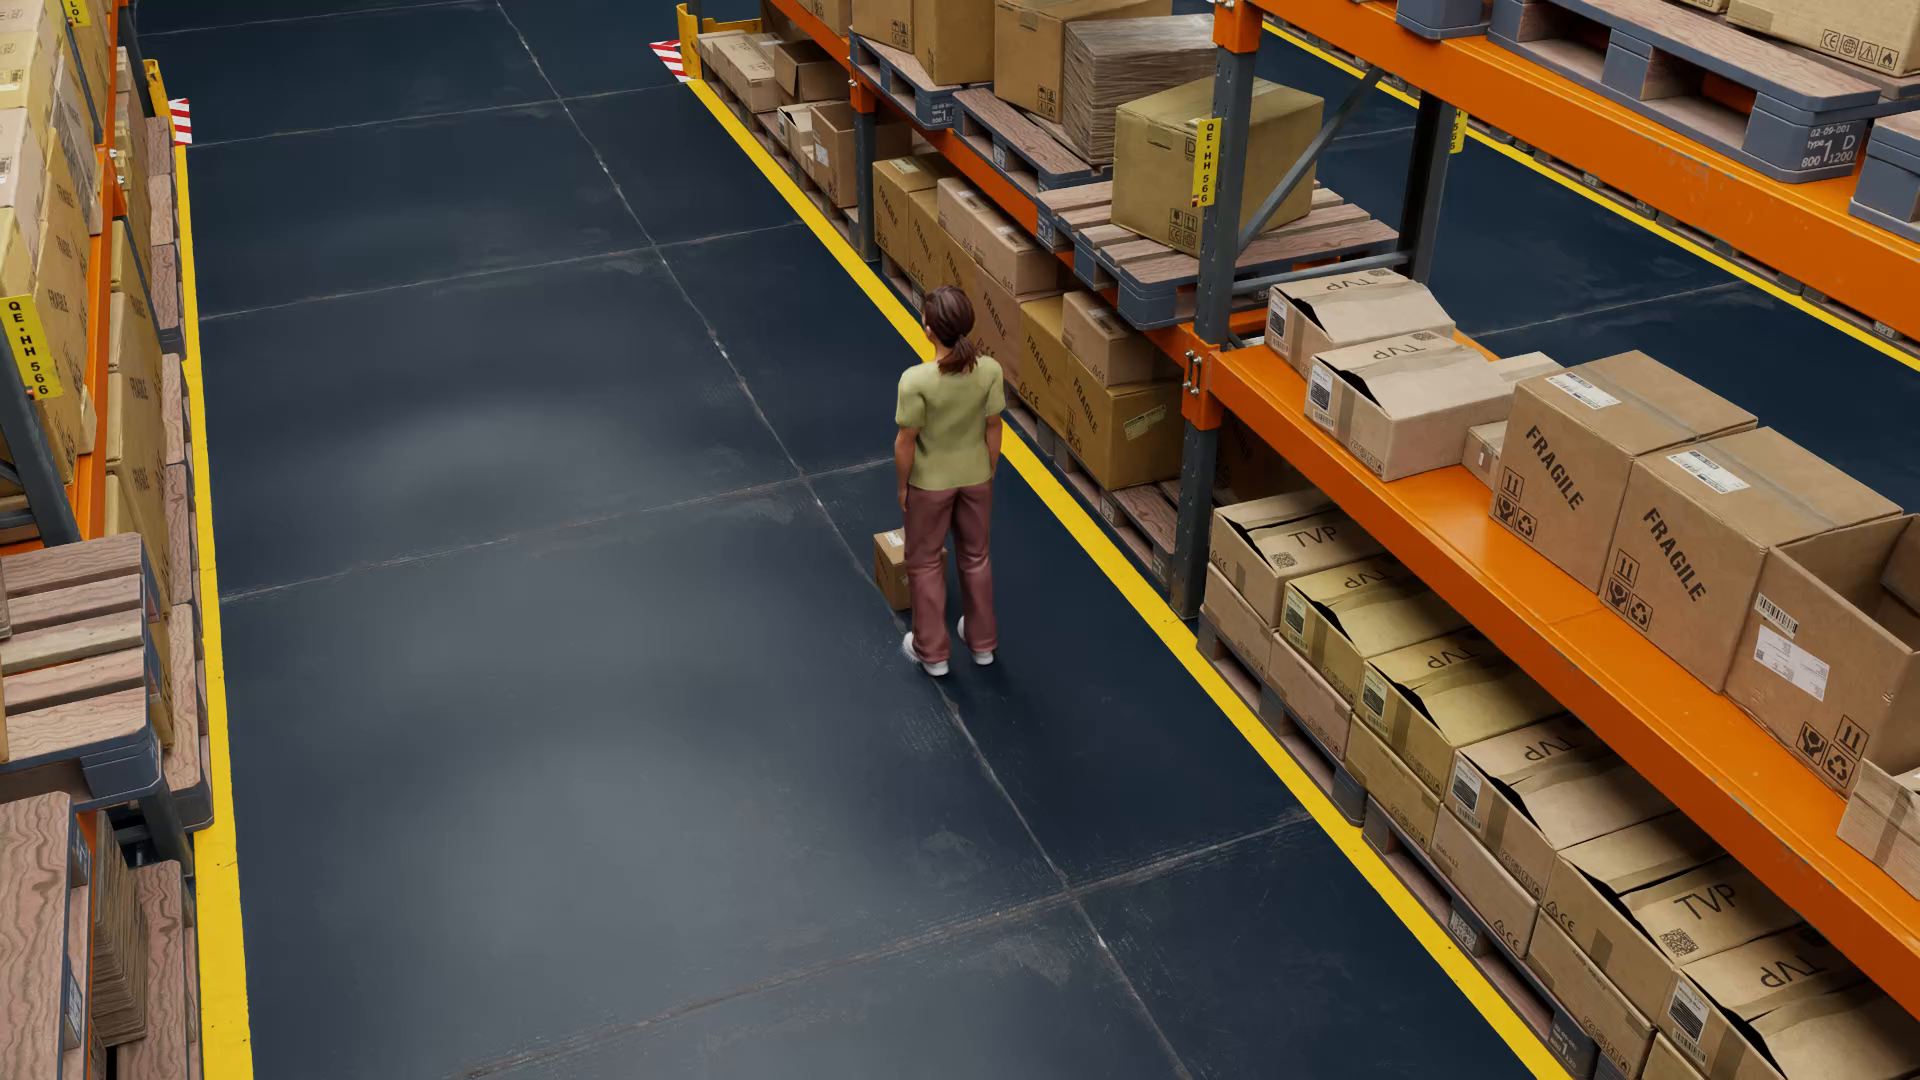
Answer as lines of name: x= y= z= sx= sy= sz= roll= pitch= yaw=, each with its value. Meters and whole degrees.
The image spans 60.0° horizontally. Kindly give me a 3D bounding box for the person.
person: x=-0.047 y=-0.211 z=6.475 sx=0.440 sy=1.676 sz=0.356 roll=-11 pitch=35 yaw=-17
